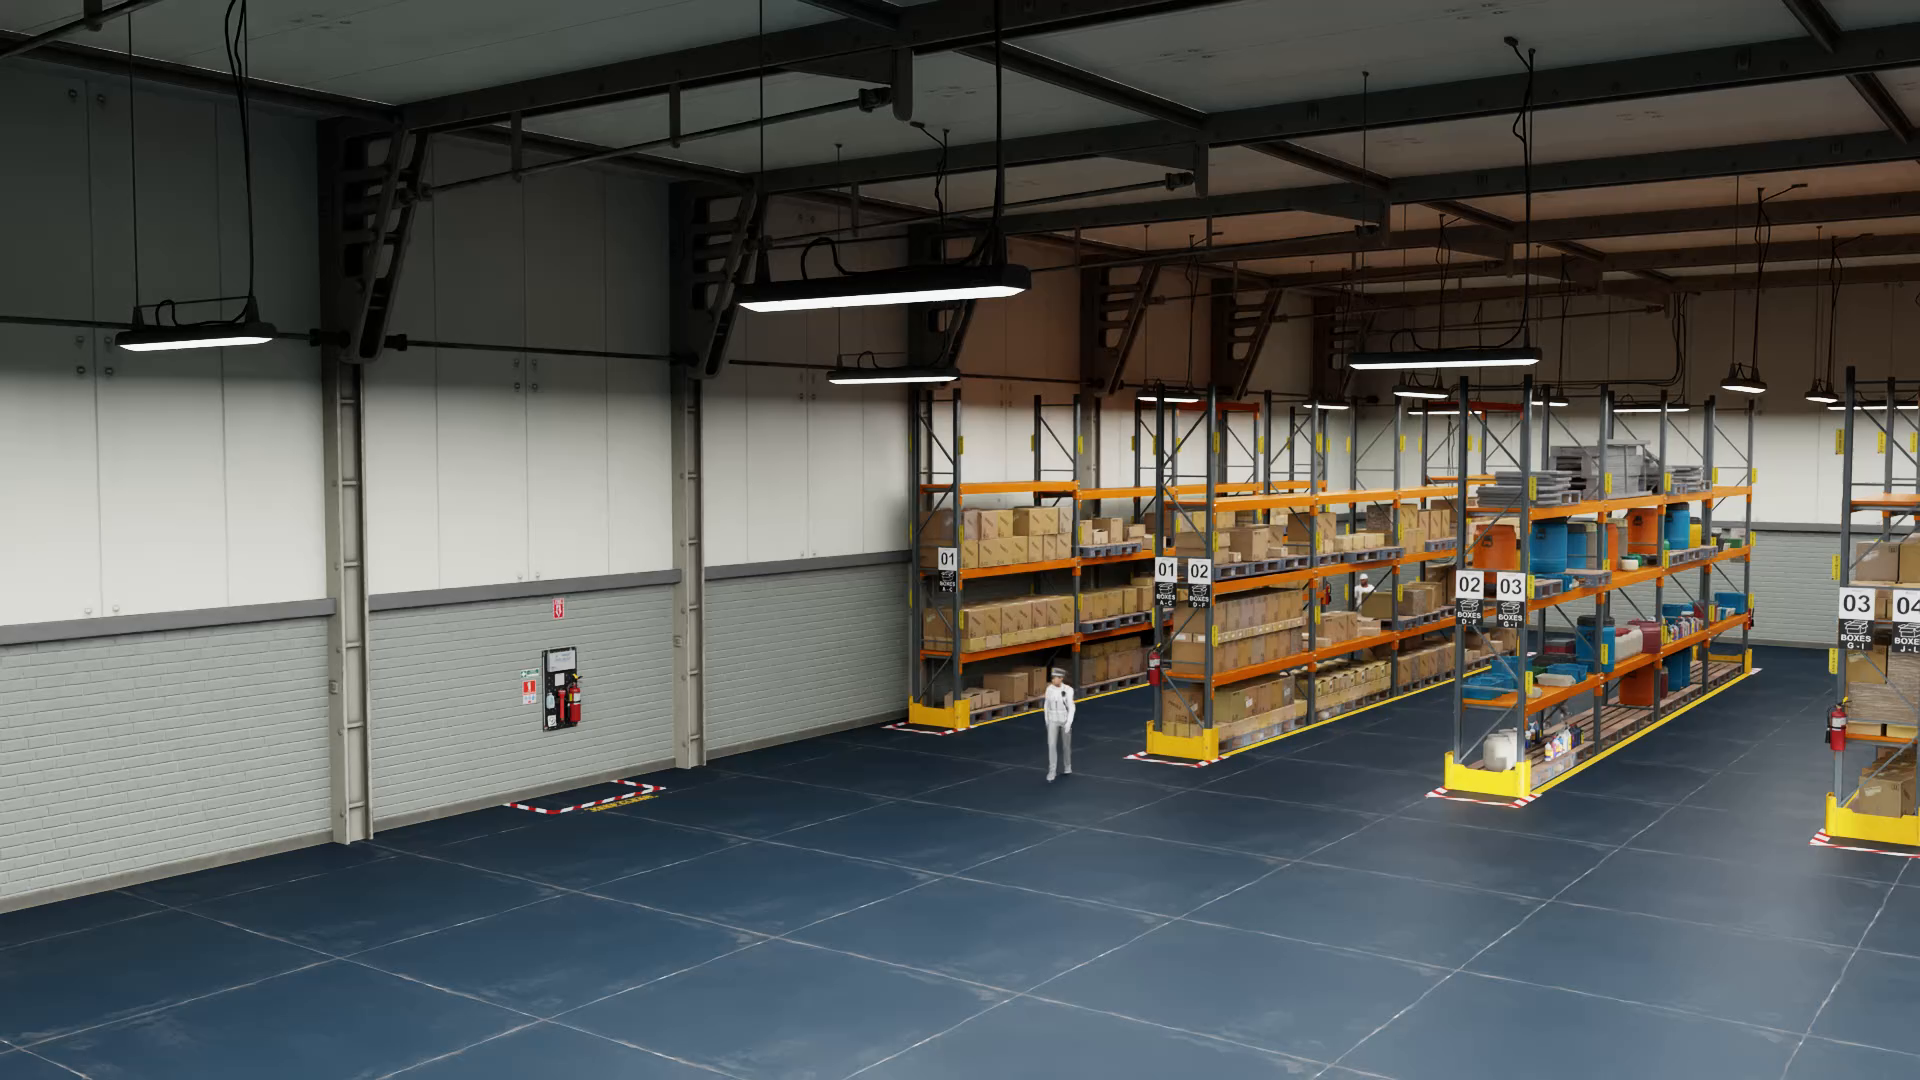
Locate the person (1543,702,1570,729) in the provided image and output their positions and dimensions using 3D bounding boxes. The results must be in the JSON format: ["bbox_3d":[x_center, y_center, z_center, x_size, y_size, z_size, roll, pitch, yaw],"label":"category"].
[{"bbox_3d":[10.498,2.530,29.356,0.877,1.553,0.440,-2,4,-25],"label":"person"}]

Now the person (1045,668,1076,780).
[{"bbox_3d":[1.484,2.738,24.969,0.514,1.635,0.923,1,3,16],"label":"person"}]

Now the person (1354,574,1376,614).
[{"bbox_3d":[10.352,1.723,42.278,0.672,1.730,0.949,0,3,2],"label":"person"}]
